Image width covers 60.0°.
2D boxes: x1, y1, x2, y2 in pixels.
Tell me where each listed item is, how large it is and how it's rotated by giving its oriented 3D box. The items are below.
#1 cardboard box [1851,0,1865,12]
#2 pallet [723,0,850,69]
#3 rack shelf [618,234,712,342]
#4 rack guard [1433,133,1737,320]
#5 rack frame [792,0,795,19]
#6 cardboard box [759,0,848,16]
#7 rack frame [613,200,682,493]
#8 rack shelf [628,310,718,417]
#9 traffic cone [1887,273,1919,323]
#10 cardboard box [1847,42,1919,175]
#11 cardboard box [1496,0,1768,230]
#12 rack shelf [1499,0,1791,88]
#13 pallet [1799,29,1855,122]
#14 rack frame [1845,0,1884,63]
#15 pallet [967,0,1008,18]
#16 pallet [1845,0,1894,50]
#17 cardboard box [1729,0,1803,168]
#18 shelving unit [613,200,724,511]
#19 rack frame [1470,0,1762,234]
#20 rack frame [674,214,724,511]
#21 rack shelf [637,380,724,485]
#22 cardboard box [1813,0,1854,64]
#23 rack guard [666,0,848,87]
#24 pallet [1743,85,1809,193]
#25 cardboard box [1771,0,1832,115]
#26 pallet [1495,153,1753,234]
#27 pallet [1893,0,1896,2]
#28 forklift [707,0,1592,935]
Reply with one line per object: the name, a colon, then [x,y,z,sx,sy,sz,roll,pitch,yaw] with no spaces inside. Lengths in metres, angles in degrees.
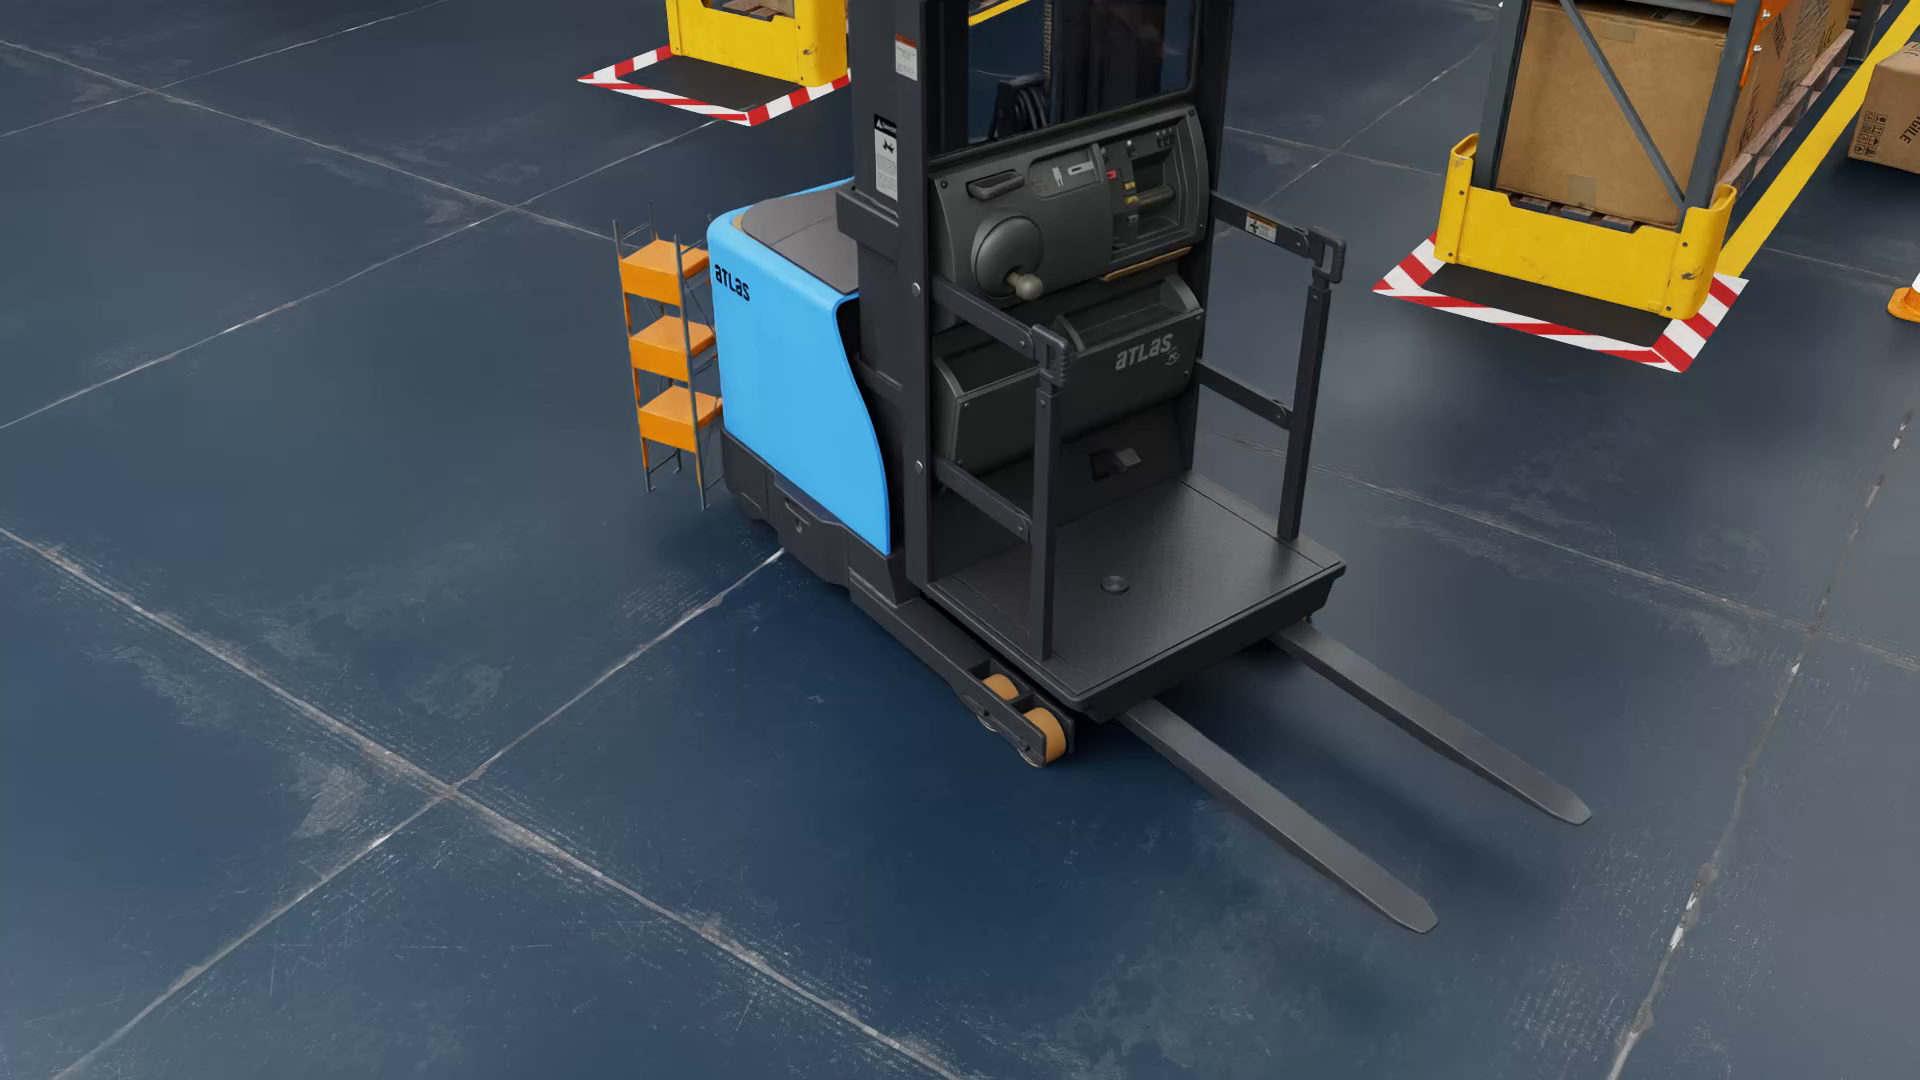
cardboard box: [5.318,-3.848,10.395,1.050,0.750,0.750,21,39,28]
pallet: [-0.724,-3.324,10.476,1.003,0.211,1.213,21,39,28]
rack shelf: [-0.971,-0.847,5.577,0.240,0.259,0.215,17,38,23]
rack guard: [2.744,-1.404,7.380,1.175,0.500,0.348,21,39,28]
rack frame: [-1.260,-4.081,9.107,1.000,3.000,0.127,21,39,28]
cardboard box: [-0.890,-3.502,10.107,0.500,0.500,0.500,-29,43,-35]
rack frame: [-1.078,-0.653,5.778,0.008,1.050,0.200,17,38,23]
rack shelf: [-0.971,-0.612,5.736,0.240,0.259,0.215,17,38,23]
traffic cone: [4.227,-1.190,7.097,0.336,0.463,0.334,21,39,28]
cardboard box: [4.996,-2.215,8.576,0.500,0.500,0.500,29,44,36]
cardboard box: [3.090,-2.077,7.666,0.875,0.875,0.875,21,40,28]
rack shelf: [3.898,-3.073,8.258,1.077,0.370,4.000,21,39,28]
pallet: [4.540,-2.811,9.718,1.003,0.211,1.213,21,39,28]
rack frame: [5.038,-4.291,9.418,1.000,3.000,0.127,21,39,28]
pallet: [-0.028,-3.883,11.303,1.003,0.211,1.213,21,39,28]
pallet: [5.416,-3.515,10.760,1.003,0.211,1.213,21,39,28]
cardboard box: [3.590,-2.483,8.266,0.875,0.875,0.875,21,39,27]
shelving unit: [-0.971,-0.620,5.730,0.252,1.050,0.215,17,38,23]
rack frame: [2.757,-2.450,6.696,1.000,3.000,0.127,21,39,28]
rack frame: [-0.864,-0.588,5.682,0.008,1.050,0.200,17,38,23]
rack shelf: [-0.971,-0.381,5.892,0.240,0.259,0.215,17,38,23]
cardboard box: [4.622,-3.318,9.500,0.875,0.875,0.875,22,40,29]
rack guard: [-1.217,-3.081,9.859,1.175,0.500,0.348,21,39,28]
pallet: [3.845,-2.247,8.885,1.003,0.211,1.213,21,39,28]
cardboard box: [4.111,-2.902,8.885,0.875,0.875,0.875,22,40,29]
pallet: [3.149,-1.688,8.058,1.003,0.211,1.213,21,39,28]
pallet: [6.111,-4.079,11.593,1.003,0.211,1.213,21,39,28]
forklift: [0.455,-0.878,4.432,1.130,2.935,3.031,-23,40,-30]
